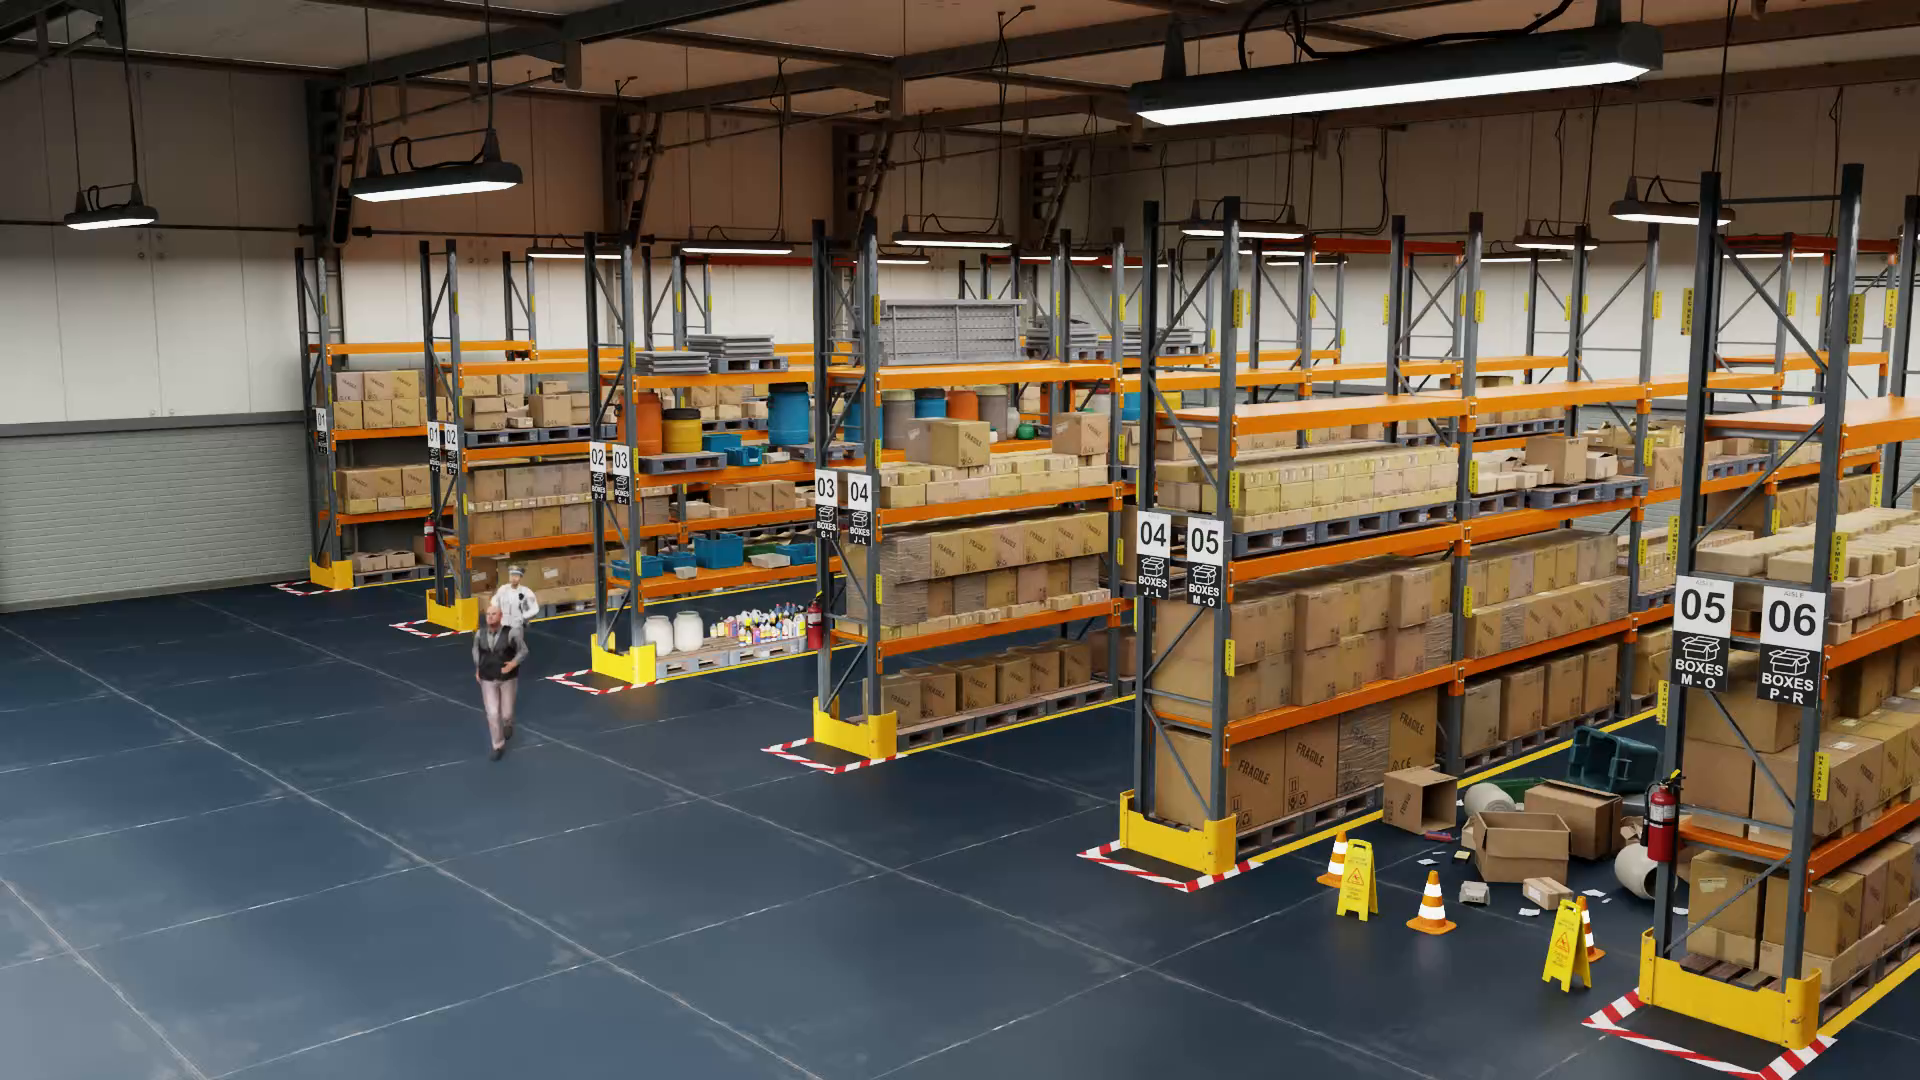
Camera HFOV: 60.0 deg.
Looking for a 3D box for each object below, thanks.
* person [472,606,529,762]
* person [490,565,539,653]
[{"bbox_3d":[-5.210,1.585,18.840,0.657,1.718,0.764,-1,8,-4],"label":"person"},{"bbox_3d":[-5.903,1.143,22.051,0.661,1.672,0.751,0,8,0],"label":"person"}]
